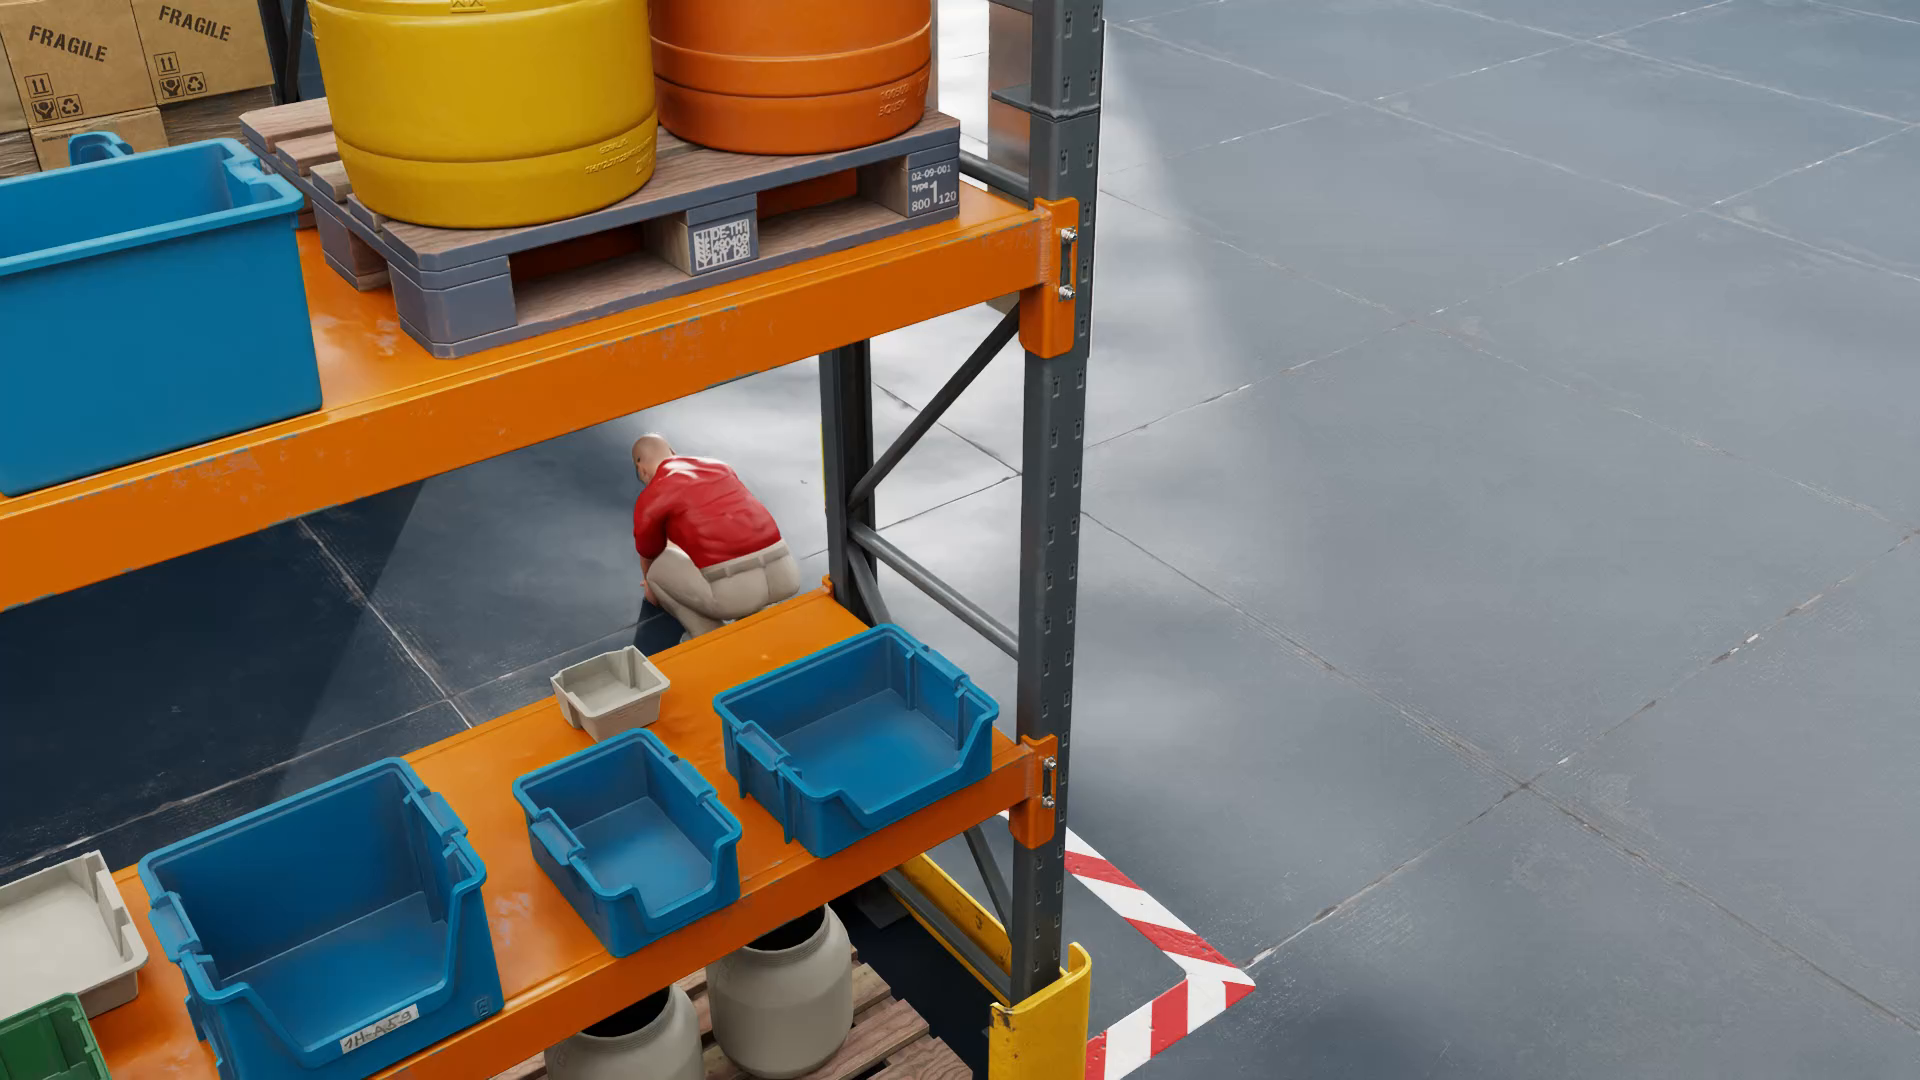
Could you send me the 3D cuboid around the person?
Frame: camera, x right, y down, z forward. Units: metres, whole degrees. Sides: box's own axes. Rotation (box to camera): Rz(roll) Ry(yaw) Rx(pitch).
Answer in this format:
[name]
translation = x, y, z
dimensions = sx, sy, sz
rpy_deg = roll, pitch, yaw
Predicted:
[person]
translation = -1.075, 0.035, 7.002
dimensions = 0.536, 0.857, 0.763
rpy_deg = -22, 38, -31
